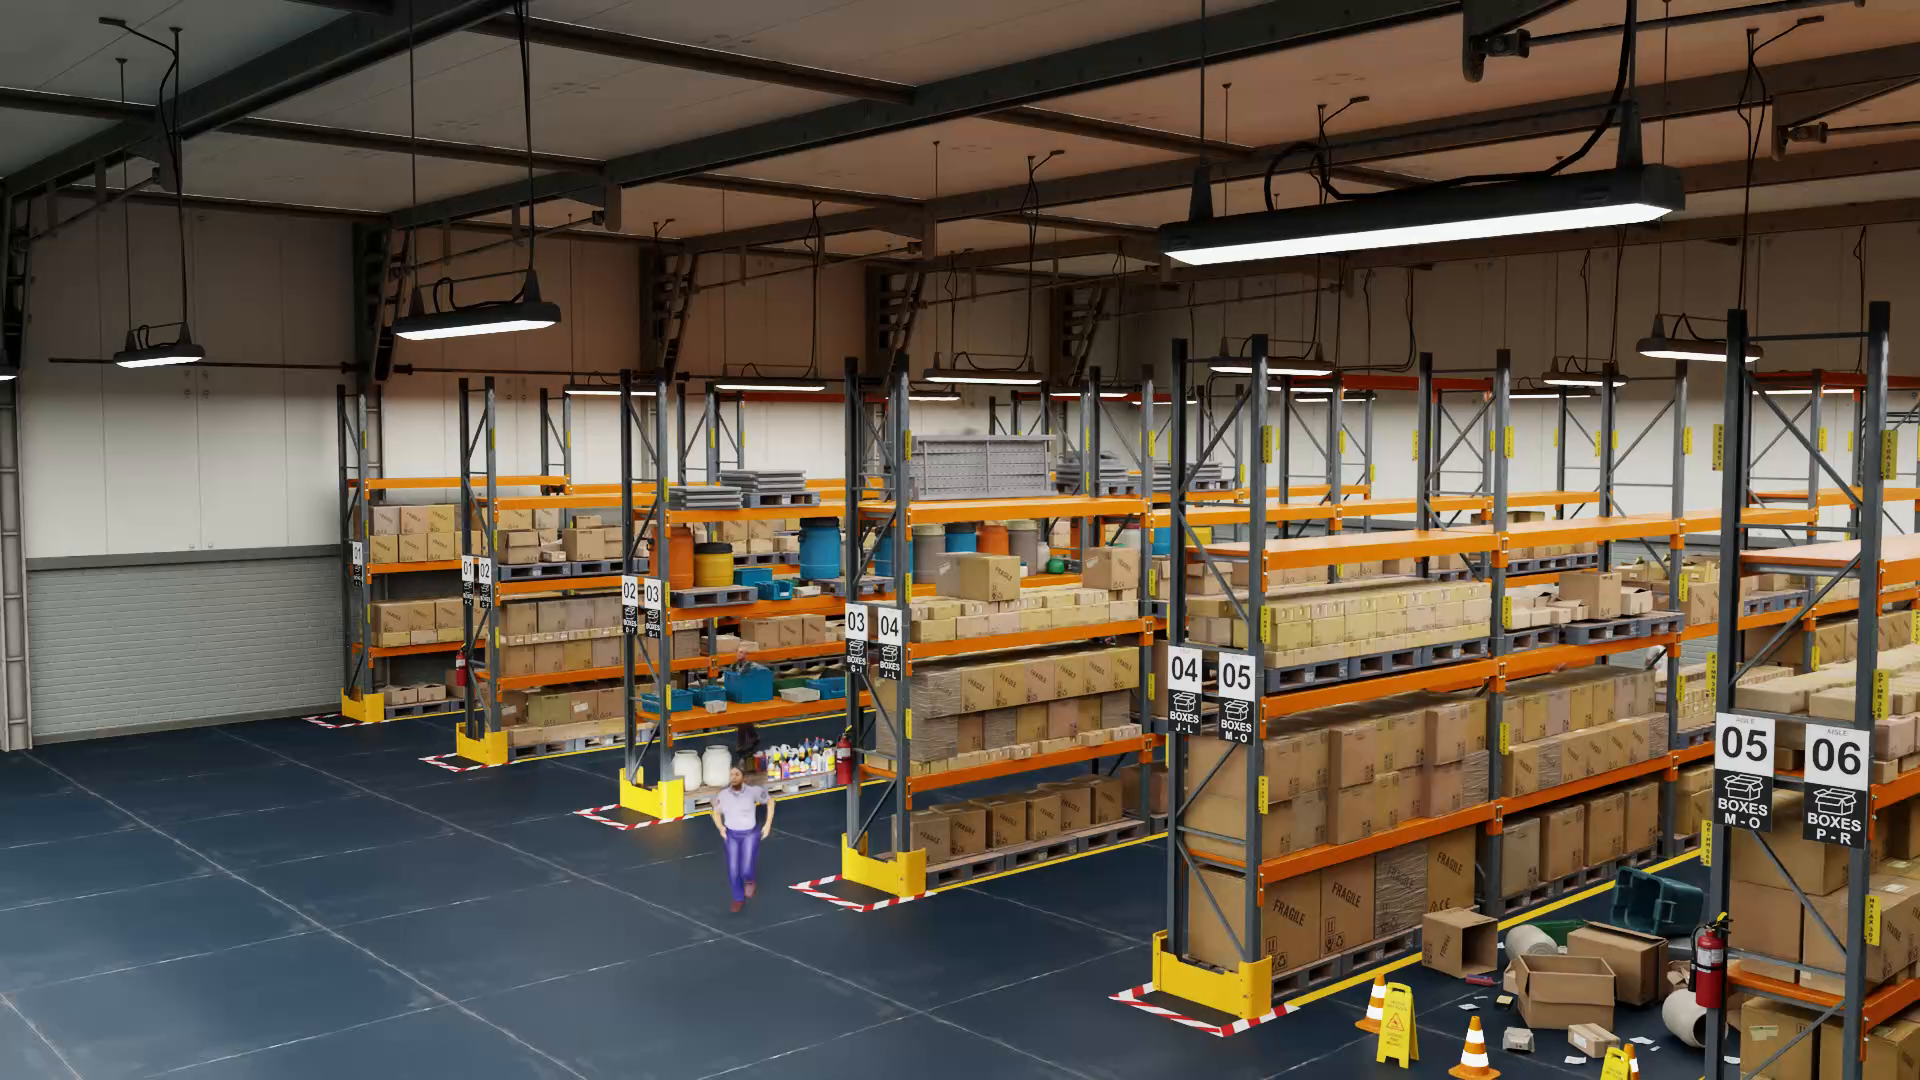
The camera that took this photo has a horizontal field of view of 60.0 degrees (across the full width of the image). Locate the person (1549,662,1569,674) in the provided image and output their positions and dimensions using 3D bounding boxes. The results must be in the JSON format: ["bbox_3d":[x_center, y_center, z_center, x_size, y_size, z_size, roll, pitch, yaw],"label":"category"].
[{"bbox_3d":[9.140,2.585,25.216,0.993,1.769,0.662,-3,5,-41],"label":"person"}]

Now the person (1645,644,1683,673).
[{"bbox_3d":[12.397,2.395,29.276,0.682,1.720,0.578,-2,4,-23],"label":"person"}]

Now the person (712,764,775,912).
[{"bbox_3d":[-2.338,3.204,17.796,0.635,1.606,0.612,0,4,7],"label":"person"}]

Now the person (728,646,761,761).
[{"bbox_3d":[-3.411,2.563,26.362,0.658,1.777,0.828,3,5,35],"label":"person"}]
